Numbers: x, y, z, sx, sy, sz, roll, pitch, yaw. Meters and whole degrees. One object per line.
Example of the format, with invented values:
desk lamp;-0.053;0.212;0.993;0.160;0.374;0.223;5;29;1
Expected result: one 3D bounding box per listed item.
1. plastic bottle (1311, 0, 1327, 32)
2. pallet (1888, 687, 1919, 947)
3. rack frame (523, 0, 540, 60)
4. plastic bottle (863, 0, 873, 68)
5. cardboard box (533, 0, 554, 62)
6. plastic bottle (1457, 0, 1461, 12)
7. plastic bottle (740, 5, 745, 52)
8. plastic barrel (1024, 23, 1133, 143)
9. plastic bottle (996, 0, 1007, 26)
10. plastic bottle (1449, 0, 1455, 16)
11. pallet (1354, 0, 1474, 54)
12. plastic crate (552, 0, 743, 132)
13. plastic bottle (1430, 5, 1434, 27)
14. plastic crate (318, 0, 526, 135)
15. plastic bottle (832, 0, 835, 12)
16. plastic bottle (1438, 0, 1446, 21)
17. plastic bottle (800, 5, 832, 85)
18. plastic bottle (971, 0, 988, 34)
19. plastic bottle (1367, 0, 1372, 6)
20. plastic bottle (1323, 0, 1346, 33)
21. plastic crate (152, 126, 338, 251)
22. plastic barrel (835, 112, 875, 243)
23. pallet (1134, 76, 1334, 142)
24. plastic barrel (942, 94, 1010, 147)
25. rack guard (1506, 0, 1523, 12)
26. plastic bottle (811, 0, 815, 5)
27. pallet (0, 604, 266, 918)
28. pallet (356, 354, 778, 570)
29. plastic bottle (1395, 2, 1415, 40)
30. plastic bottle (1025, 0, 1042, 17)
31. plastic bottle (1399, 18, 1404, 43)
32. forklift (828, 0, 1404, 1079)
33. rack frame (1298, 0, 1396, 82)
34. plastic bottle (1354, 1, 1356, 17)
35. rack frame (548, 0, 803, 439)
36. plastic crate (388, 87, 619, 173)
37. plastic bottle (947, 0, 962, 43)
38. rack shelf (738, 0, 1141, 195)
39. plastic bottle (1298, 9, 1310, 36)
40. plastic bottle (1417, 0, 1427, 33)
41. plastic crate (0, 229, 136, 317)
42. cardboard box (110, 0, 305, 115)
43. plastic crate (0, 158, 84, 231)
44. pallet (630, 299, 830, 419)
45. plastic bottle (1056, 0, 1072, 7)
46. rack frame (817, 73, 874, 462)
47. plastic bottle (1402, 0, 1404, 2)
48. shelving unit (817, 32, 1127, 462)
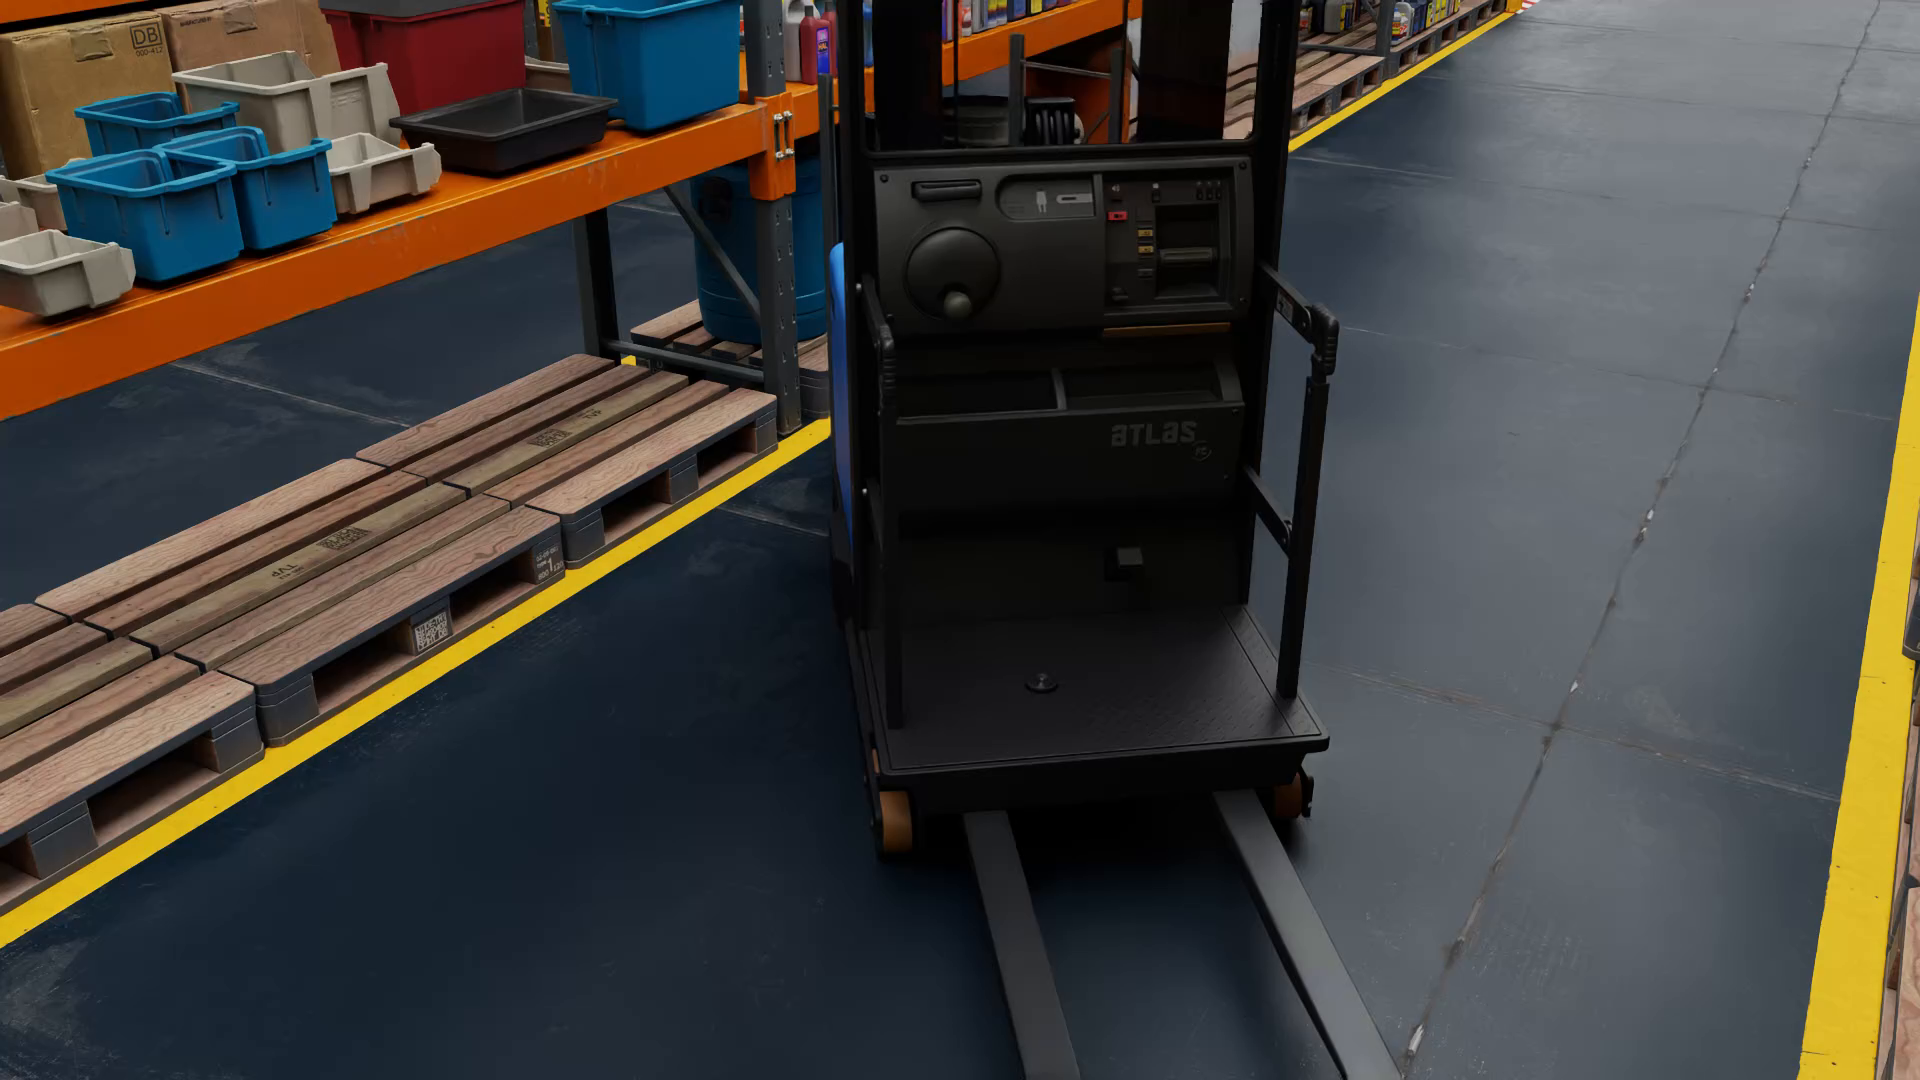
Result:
plastic bottle;2.906;-4.319;13.496;0.144;0.351;0.185;13;30;25
pallet;2.877;0.732;4.053;1.003;0.211;1.213;14;30;26
rack frame;-3.440;-4.525;11.438;1.000;3.000;0.127;14;30;26
plastic bottle;-0.389;-2.005;6.549;0.097;0.271;0.097;0;27;0
cardboard box;-3.128;-3.869;12.429;0.700;0.500;0.500;13;29;23
plastic bottle;4.286;-4.685;14.392;0.097;0.201;0.097;0;27;0
plastic bottle;-0.885;-2.133;6.882;0.097;0.201;0.097;0;27;0
plastic barrel;0.647;-2.457;9.262;0.600;0.830;0.708;14;30;26
plastic bottle;0.162;-2.442;7.422;0.097;0.271;0.097;0;27;0
plastic bottle;4.138;-4.626;14.192;0.152;0.276;0.135;14;30;26
pallet;3.806;-4.476;14.455;1.003;0.211;1.213;14;30;26
plastic crate;-1.028;-1.638;5.621;0.392;0.384;0.575;14;30;26
plastic bottle;3.851;-4.340;13.704;0.097;0.201;0.097;0;27;0
plastic crate;-1.753;-1.638;5.532;0.402;0.464;0.583;14;30;26
plastic bottle;-0.571;-2.413;7.364;0.097;0.271;0.097;0;27;0
plastic bottle;3.992;-4.540;13.936;0.144;0.351;0.185;16;31;28
plastic bottle;-0.544;-1.872;6.269;0.061;0.283;0.133;14;30;26
plastic bottle;0.034;-2.367;7.267;0.152;0.276;0.135;14;30;26
plastic bottle;3.594;-4.819;14.660;0.097;0.201;0.097;0;27;0
plastic bottle;3.032;-4.288;13.432;0.144;0.351;0.185;14;30;26
plastic crate;-1.860;-0.922;4.361;0.416;0.233;0.300;14;30;26
plastic barrel;-0.465;-1.609;7.488;0.600;0.901;0.708;14;30;26
pallet;1.888;-2.954;11.415;1.003;0.211;1.213;14;30;26
plastic barrel;0.091;-1.909;8.437;0.600;0.588;0.708;14;30;26
rack guard;4.811;-5.394;15.967;1.175;0.500;0.348;14;30;26
plastic bottle;-0.712;-2.324;7.096;0.144;0.351;0.185;14;30;26
pallet;-2.624;0.618;4.280;1.003;0.211;1.213;14;30;26
pallet;-1.423;-0.333;6.179;1.003;0.211;1.213;14;30;26
plastic bottle;3.514;-4.131;13.203;0.152;0.276;0.135;15;30;28
plastic bottle;0.326;-2.561;7.645;0.061;0.283;0.133;14;30;26
plastic bottle;3.429;-4.005;13.035;0.097;0.201;0.097;0;27;0
forklift;0.291;-0.690;3.854;1.130;2.935;3.031;-4;27;-7
rack frame;2.840;-4.993;12.373;1.000;3.000;0.127;14;30;26
plastic bottle;3.261;-4.477;13.887;0.061;0.283;0.133;14;30;26
rack frame;-1.095;-1.875;6.145;1.000;3.000;0.127;14;30;26
plastic crate;-1.412;-1.284;5.203;0.437;0.125;0.590;14;30;26
plastic bottle;-0.080;-2.277;7.086;0.152;0.276;0.135;14;30;26
rack shelf;-0.111;-2.333;7.863;1.077;0.370;4.000;14;30;26
plastic bottle;2.747;-4.148;13.321;0.097;0.201;0.097;0;27;0
plastic bottle;3.691;-4.302;13.460;0.144;0.351;0.185;13;29;24
plastic crate;-2.091;-0.620;3.865;0.250;0.136;0.298;14;30;26
cardboard box;-4.671;-2.806;9.908;1.225;0.875;0.875;13;29;24
plastic crate;-2.419;-0.926;4.476;0.298;0.136;0.250;14;30;26
pallet;-0.680;-0.920;7.351;1.003;0.211;1.213;14;30;26
plastic bottle;0.483;-2.685;7.893;0.061;0.283;0.133;14;30;26
rack frame;-0.267;-0.789;5.650;0.500;1.500;0.032;21;33;35
plastic bottle;3.565;-4.276;13.497;0.097;0.271;0.097;0;27;0
shelving unit;0.061;-0.963;5.997;0.538;1.500;1.048;21;33;35
